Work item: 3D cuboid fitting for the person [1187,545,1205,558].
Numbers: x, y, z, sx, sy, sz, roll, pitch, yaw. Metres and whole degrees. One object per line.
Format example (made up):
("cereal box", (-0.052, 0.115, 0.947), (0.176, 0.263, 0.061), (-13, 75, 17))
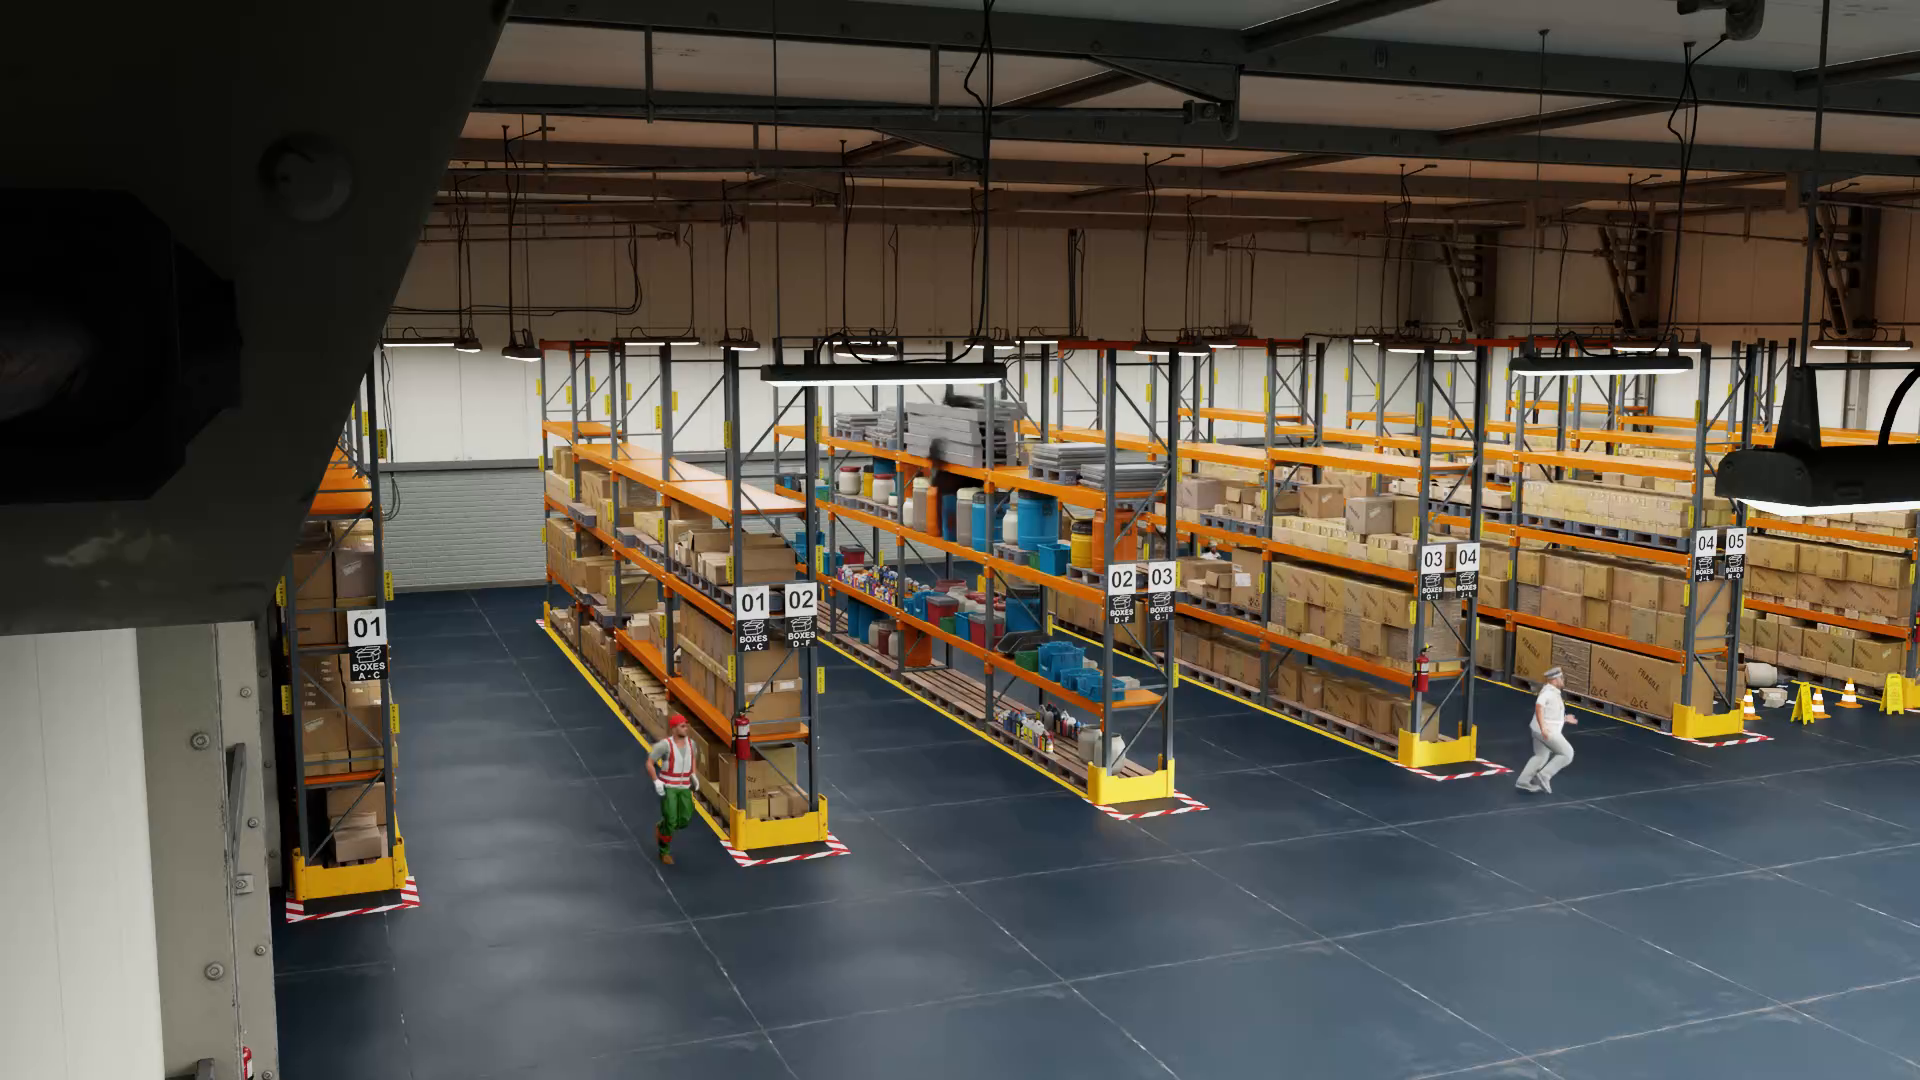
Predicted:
("person", (5.939, 0.024, 41.728), (0.968, 1.745, 0.717), (3, 8, 23))

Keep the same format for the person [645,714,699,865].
("person", (-3.411, 2.930, 19.780), (0.712, 1.739, 0.576), (-7, 10, -43))

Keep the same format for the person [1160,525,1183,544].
("person", (5.260, 0.078, 41.442), (0.739, 1.847, 0.729), (-5, 9, -31))

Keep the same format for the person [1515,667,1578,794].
("person", (7.944, 2.559, 22.440), (0.761, 1.725, 0.582), (1, 7, 6))

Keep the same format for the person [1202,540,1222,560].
("person", (5.488, 0.830, 36.102), (0.580, 1.660, 0.555), (-3, 8, -21))
